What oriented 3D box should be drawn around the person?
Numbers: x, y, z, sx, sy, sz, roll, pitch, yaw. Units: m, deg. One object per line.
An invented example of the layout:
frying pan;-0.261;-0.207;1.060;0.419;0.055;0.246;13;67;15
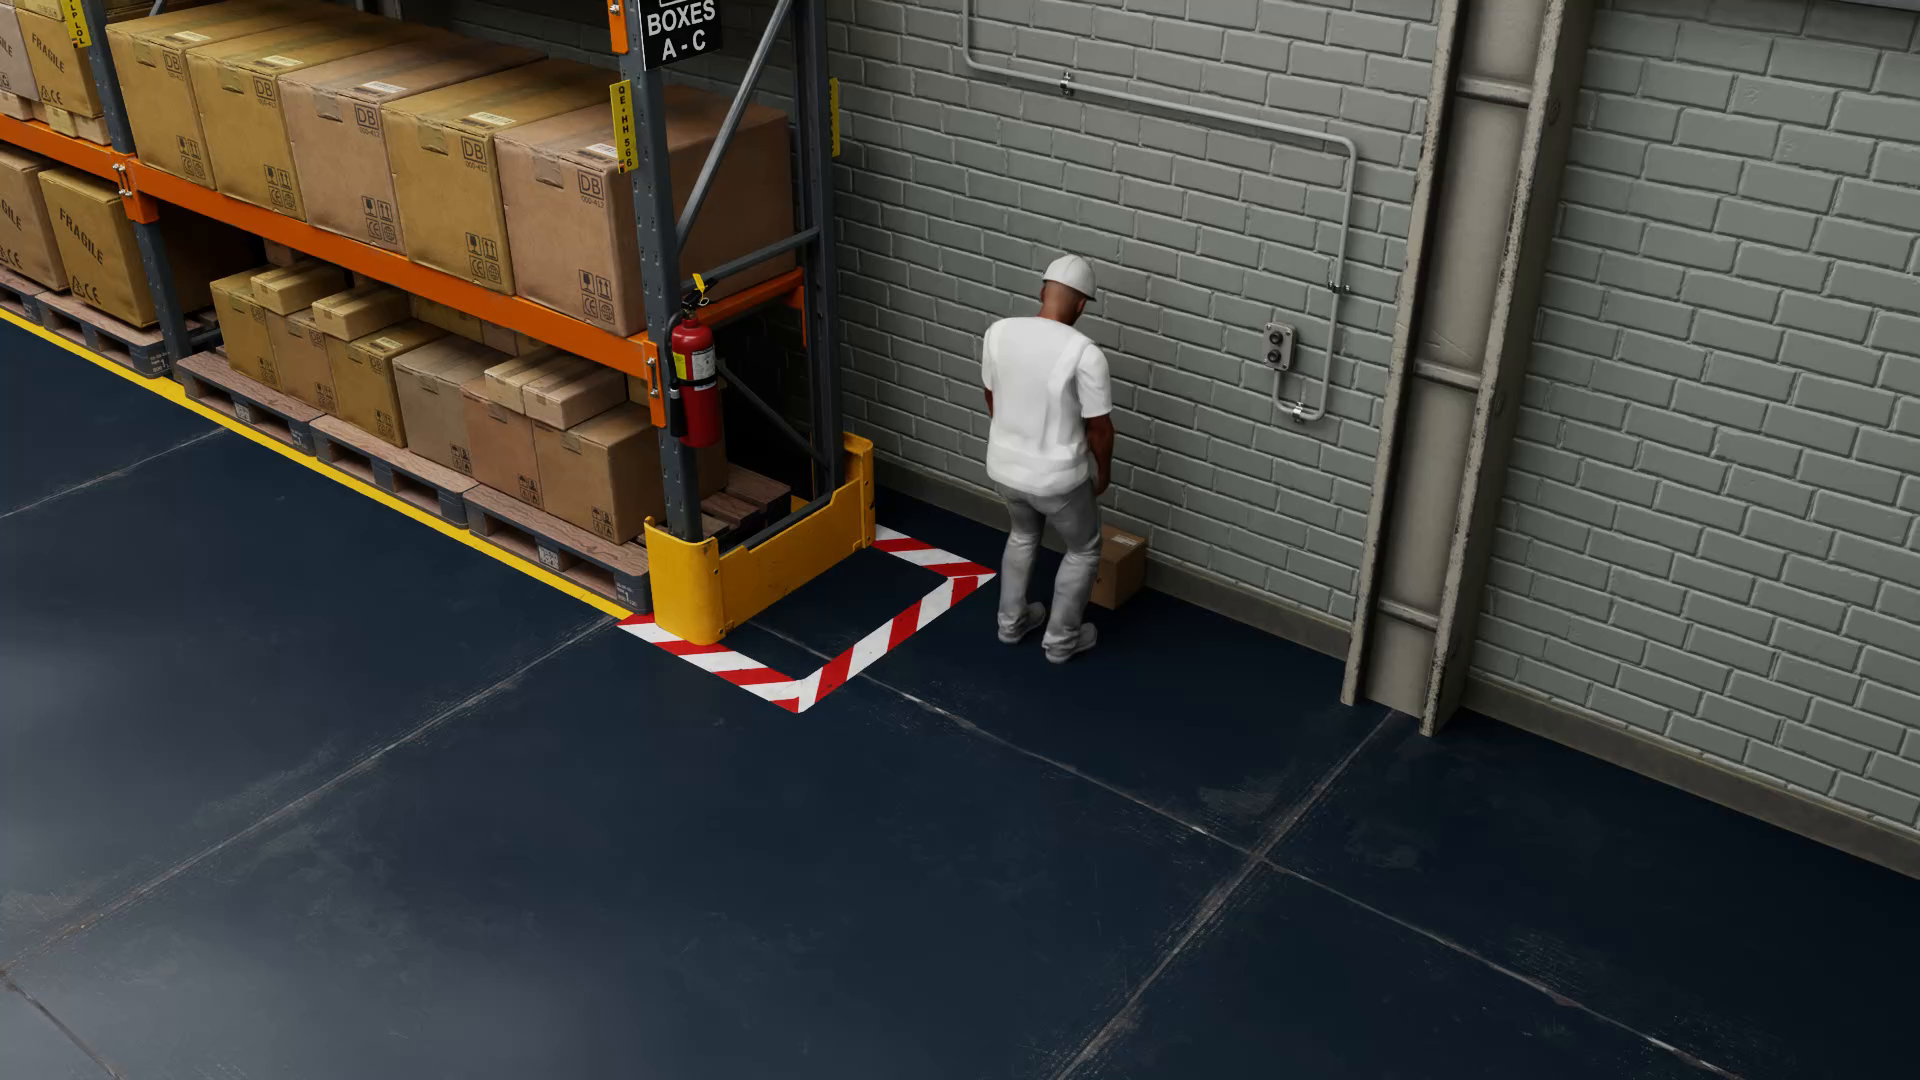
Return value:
person;0.350;-0.319;6.730;0.602;1.682;0.511;22;37;32
